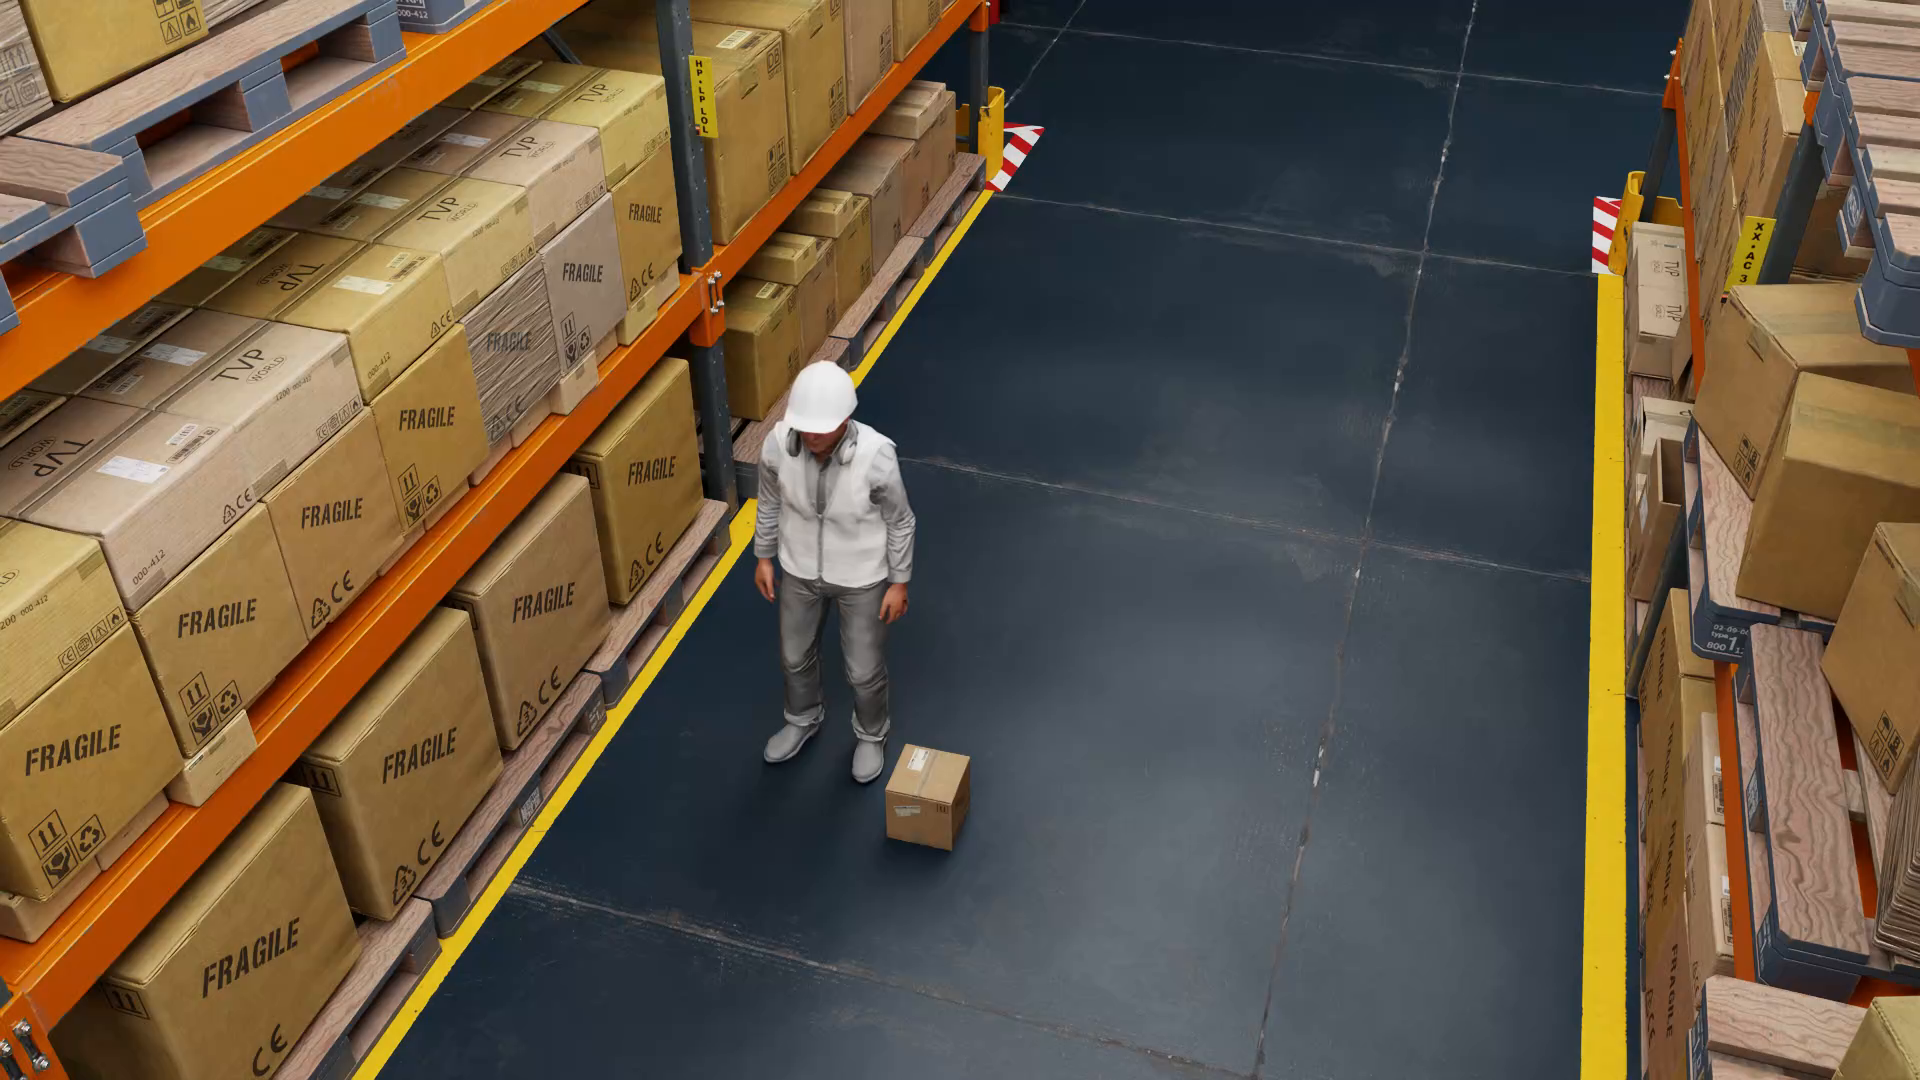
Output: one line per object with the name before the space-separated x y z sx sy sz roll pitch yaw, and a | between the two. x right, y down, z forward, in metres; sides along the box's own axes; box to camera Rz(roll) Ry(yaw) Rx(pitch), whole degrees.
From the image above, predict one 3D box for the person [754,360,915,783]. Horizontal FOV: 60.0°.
person | -0.453 0.109 5.981 0.589 1.772 0.462 10 38 14
